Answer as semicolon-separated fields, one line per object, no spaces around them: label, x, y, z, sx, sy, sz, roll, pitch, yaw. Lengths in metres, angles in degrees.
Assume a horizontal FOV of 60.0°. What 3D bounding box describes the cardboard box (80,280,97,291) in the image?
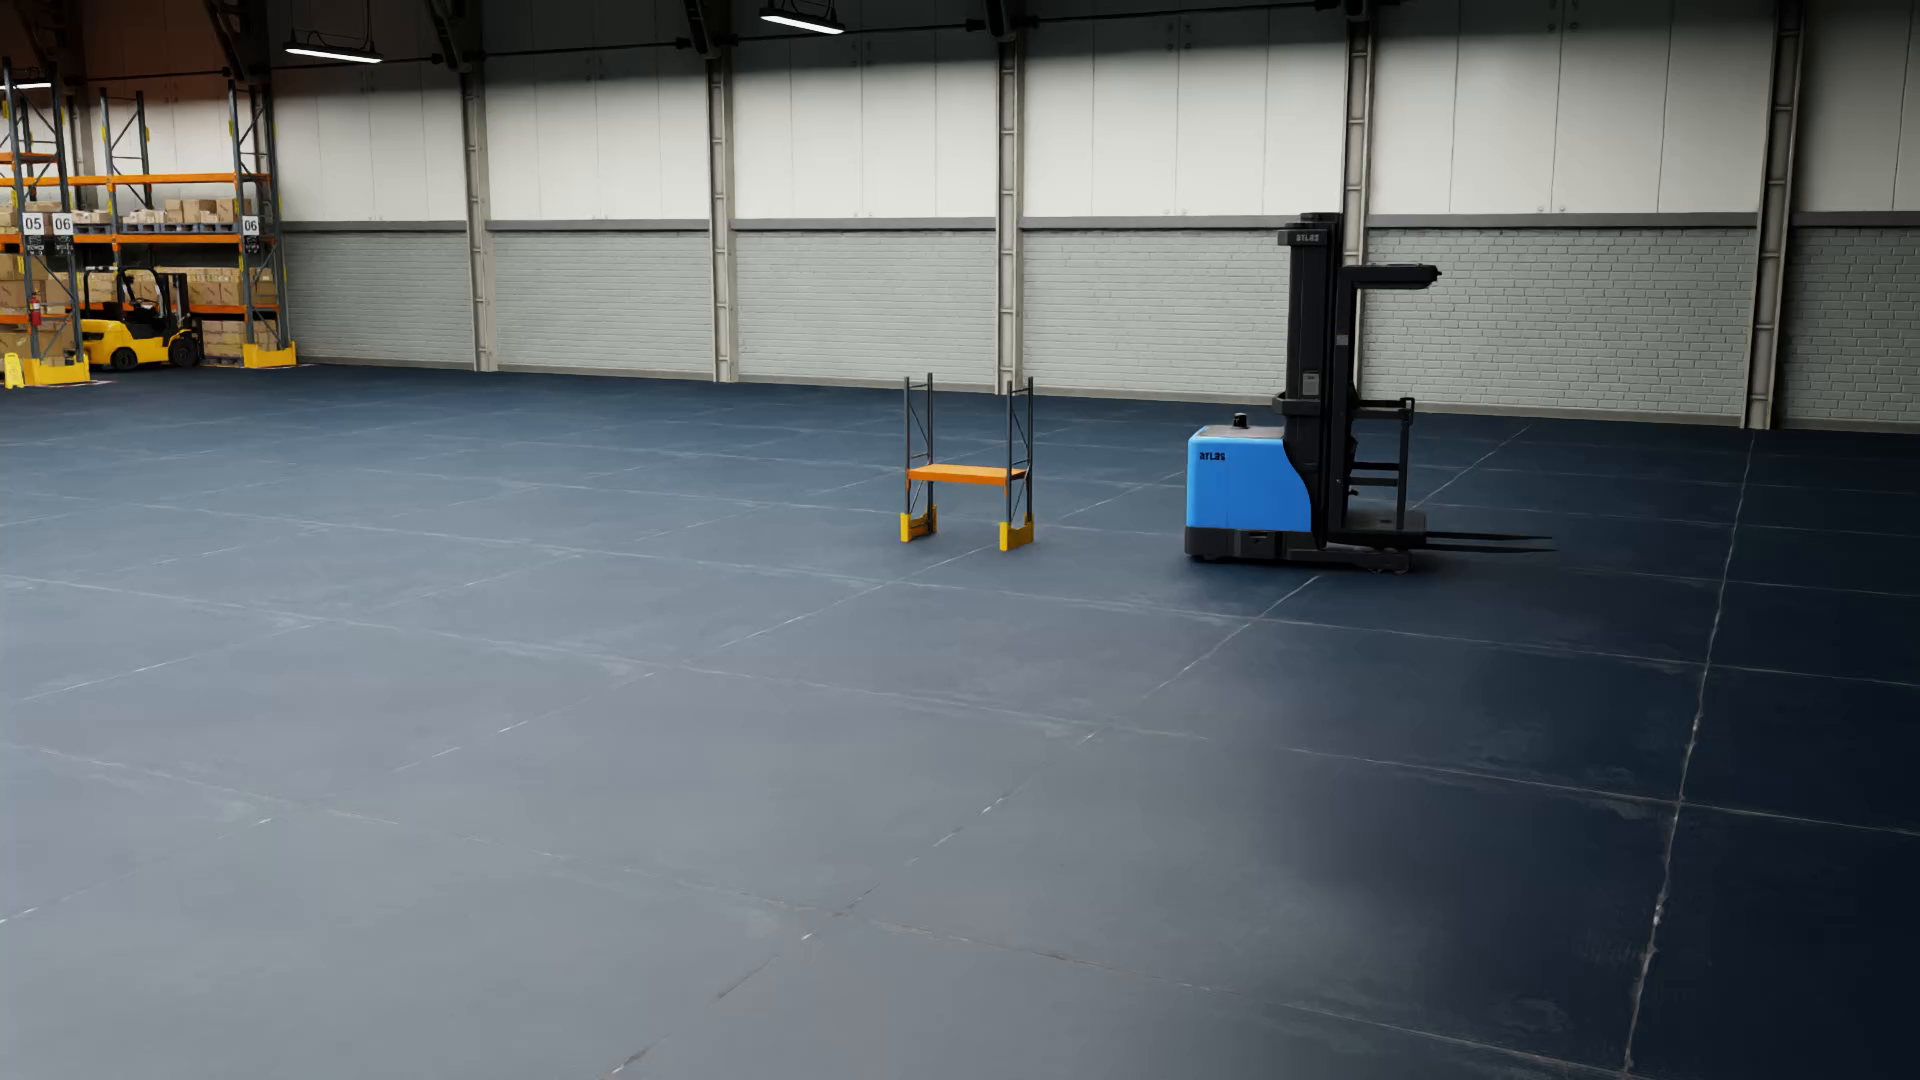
cardboard box;-19.658;-5.805;37.920;0.500;0.250;0.500;5;11;24

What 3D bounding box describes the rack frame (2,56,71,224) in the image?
rack frame;-17.245;-7.439;31.087;0.127;3.000;1.000;5;11;26

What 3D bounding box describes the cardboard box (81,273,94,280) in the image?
cardboard box;-19.774;-6.000;37.878;0.250;0.149;0.380;5;11;24

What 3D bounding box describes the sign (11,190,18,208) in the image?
sign;-17.509;-6.312;30.795;0.005;0.325;0.100;5;11;26

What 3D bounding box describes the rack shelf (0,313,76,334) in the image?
rack shelf;-19.039;-4.291;32.557;4.000;0.370;1.077;5;11;26

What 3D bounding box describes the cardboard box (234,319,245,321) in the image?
cardboard box;-15.849;-4.733;36.713;0.500;0.250;0.500;5;11;26

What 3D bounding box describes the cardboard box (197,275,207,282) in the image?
cardboard box;-16.413;-5.712;36.285;0.250;0.149;0.380;5;11;24

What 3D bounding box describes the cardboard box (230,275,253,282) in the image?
cardboard box;-15.487;-5.631;35.841;0.250;0.149;0.380;5;11;27

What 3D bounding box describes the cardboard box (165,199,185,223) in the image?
cardboard box;-16.939;-7.208;36.481;0.637;0.503;0.797;5;12;28

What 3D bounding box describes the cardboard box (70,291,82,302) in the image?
cardboard box;-20.092;-5.603;38.204;0.500;0.250;0.500;5;11;26

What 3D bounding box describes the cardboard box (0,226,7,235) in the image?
cardboard box;-17.927;-5.838;31.365;0.250;0.149;0.380;5;11;26

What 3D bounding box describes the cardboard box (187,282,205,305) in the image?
cardboard box;-16.531;-5.409;36.434;0.500;0.500;0.500;5;11;25

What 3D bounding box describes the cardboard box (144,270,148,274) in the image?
cardboard box;-17.978;-6.013;37.114;0.250;0.149;0.380;5;11;25

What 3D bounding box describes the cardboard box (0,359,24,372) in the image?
cardboard box;-18.111;-3.364;31.954;0.500;0.250;0.500;5;11;26

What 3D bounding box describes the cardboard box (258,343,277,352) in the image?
cardboard box;-15.406;-4.204;36.597;0.500;0.250;0.500;5;11;26

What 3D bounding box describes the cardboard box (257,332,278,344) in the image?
cardboard box;-15.382;-4.450;36.554;0.500;0.250;0.500;5;12;27

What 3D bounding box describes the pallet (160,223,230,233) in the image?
pallet;-16.773;-6.869;36.605;1.213;0.211;1.003;5;11;26

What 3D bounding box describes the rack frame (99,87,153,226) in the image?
rack frame;-18.640;-8.548;37.211;0.127;3.000;1.000;5;11;26

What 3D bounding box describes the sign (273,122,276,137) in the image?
sign;-14.801;-8.858;35.859;0.005;0.325;0.100;5;11;26

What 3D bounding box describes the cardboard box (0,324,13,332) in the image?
cardboard box;-18.438;-4.069;31.924;0.250;0.149;0.380;5;12;27

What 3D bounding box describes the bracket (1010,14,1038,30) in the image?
bracket;1.079;-8.695;27.916;0.430;0.232;0.235;5;11;26

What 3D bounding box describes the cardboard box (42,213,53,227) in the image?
cardboard box;-17.578;-6.118;31.795;0.500;0.250;0.500;5;11;25

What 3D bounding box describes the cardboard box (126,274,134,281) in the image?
cardboard box;-18.470;-5.897;37.308;0.250;0.149;0.380;5;11;25

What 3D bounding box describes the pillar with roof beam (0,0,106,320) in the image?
pillar with roof beam;-22.564;-8.217;35.381;0.548;9.000;9.100;5;11;26

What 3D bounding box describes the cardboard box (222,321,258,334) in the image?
cardboard box;-15.603;-4.613;36.047;0.500;0.250;0.500;5;12;28

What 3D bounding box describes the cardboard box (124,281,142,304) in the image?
cardboard box;-18.357;-5.568;37.313;0.500;0.500;0.500;5;11;24

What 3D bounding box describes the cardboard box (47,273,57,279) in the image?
cardboard box;-20.909;-6.107;38.469;0.250;0.149;0.380;5;12;27

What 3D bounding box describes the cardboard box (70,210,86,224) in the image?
cardboard box;-20.085;-7.362;37.874;0.500;0.311;0.500;5;11;24

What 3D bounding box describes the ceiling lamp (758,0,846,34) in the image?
ceiling lamp;-2.111;-9.203;24.444;0.800;3.185;2.000;5;11;26

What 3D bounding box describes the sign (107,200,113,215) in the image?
sign;-18.871;-7.393;36.921;0.005;0.325;0.100;5;11;26

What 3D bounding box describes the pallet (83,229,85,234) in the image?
pallet;-20.574;-7.167;38.535;1.213;0.211;1.003;6;12;28

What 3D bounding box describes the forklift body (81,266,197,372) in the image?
forklift body;-17.560;-4.721;35.295;1.214;2.155;2.313;5;11;26

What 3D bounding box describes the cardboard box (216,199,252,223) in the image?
cardboard box;-15.557;-7.057;35.659;0.500;0.500;0.500;5;12;28

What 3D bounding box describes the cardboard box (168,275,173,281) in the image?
cardboard box;-17.335;-5.791;36.725;0.250;0.149;0.380;5;11;24

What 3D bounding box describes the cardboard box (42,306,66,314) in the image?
cardboard box;-17.458;-4.424;31.975;0.250;0.149;0.380;5;11;26

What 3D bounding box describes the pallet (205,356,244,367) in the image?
pallet;-15.757;-3.962;36.548;1.213;0.211;1.003;5;11;26

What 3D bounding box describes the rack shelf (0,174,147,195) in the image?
rack shelf;-20.433;-8.154;38.181;4.000;0.370;1.077;5;11;26

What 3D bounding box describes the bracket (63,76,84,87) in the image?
bracket;-20.444;-10.586;38.366;0.430;0.232;0.235;5;11;26

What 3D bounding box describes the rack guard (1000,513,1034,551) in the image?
rack guard;0.515;-0.078;14.978;0.087;0.250;0.587;5;11;26

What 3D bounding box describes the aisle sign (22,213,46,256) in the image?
aisle sign;-17.318;-5.715;31.107;0.004;0.787;0.394;5;11;26

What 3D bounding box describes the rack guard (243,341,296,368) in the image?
rack guard;-15.031;-4.049;36.216;0.348;0.500;1.175;5;11;26

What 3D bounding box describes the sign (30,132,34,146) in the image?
sign;-21.984;-9.489;39.346;0.005;0.325;0.100;5;11;26

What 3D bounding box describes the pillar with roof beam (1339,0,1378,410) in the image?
pillar with roof beam;4.340;-5.853;22.319;0.548;9.000;9.100;5;11;26

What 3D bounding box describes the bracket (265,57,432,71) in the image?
bracket;-12.737;-9.909;34.624;4.783;0.066;0.076;5;11;26

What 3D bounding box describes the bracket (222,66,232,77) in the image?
bracket;-15.807;-10.179;36.115;0.430;0.232;0.235;5;11;26

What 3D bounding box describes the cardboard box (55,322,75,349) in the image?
cardboard box;-20.480;-4.794;38.807;0.625;0.625;0.875;5;11;23

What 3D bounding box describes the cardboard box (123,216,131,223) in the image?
cardboard box;-18.371;-7.120;36.991;0.250;0.149;0.380;5;12;27

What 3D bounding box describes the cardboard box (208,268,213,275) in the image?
cardboard box;-16.139;-5.852;36.224;0.250;0.149;0.380;5;11;26

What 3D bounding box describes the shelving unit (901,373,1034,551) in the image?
shelving unit;0.068;-0.732;15.083;1.083;1.500;0.587;5;11;26

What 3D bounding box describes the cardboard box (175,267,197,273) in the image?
cardboard box;-17.063;-5.932;36.668;0.250;0.149;0.380;5;11;26

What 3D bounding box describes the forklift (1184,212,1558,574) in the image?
forklift;3.497;-1.269;14.030;3.031;2.935;1.130;3;11;15
